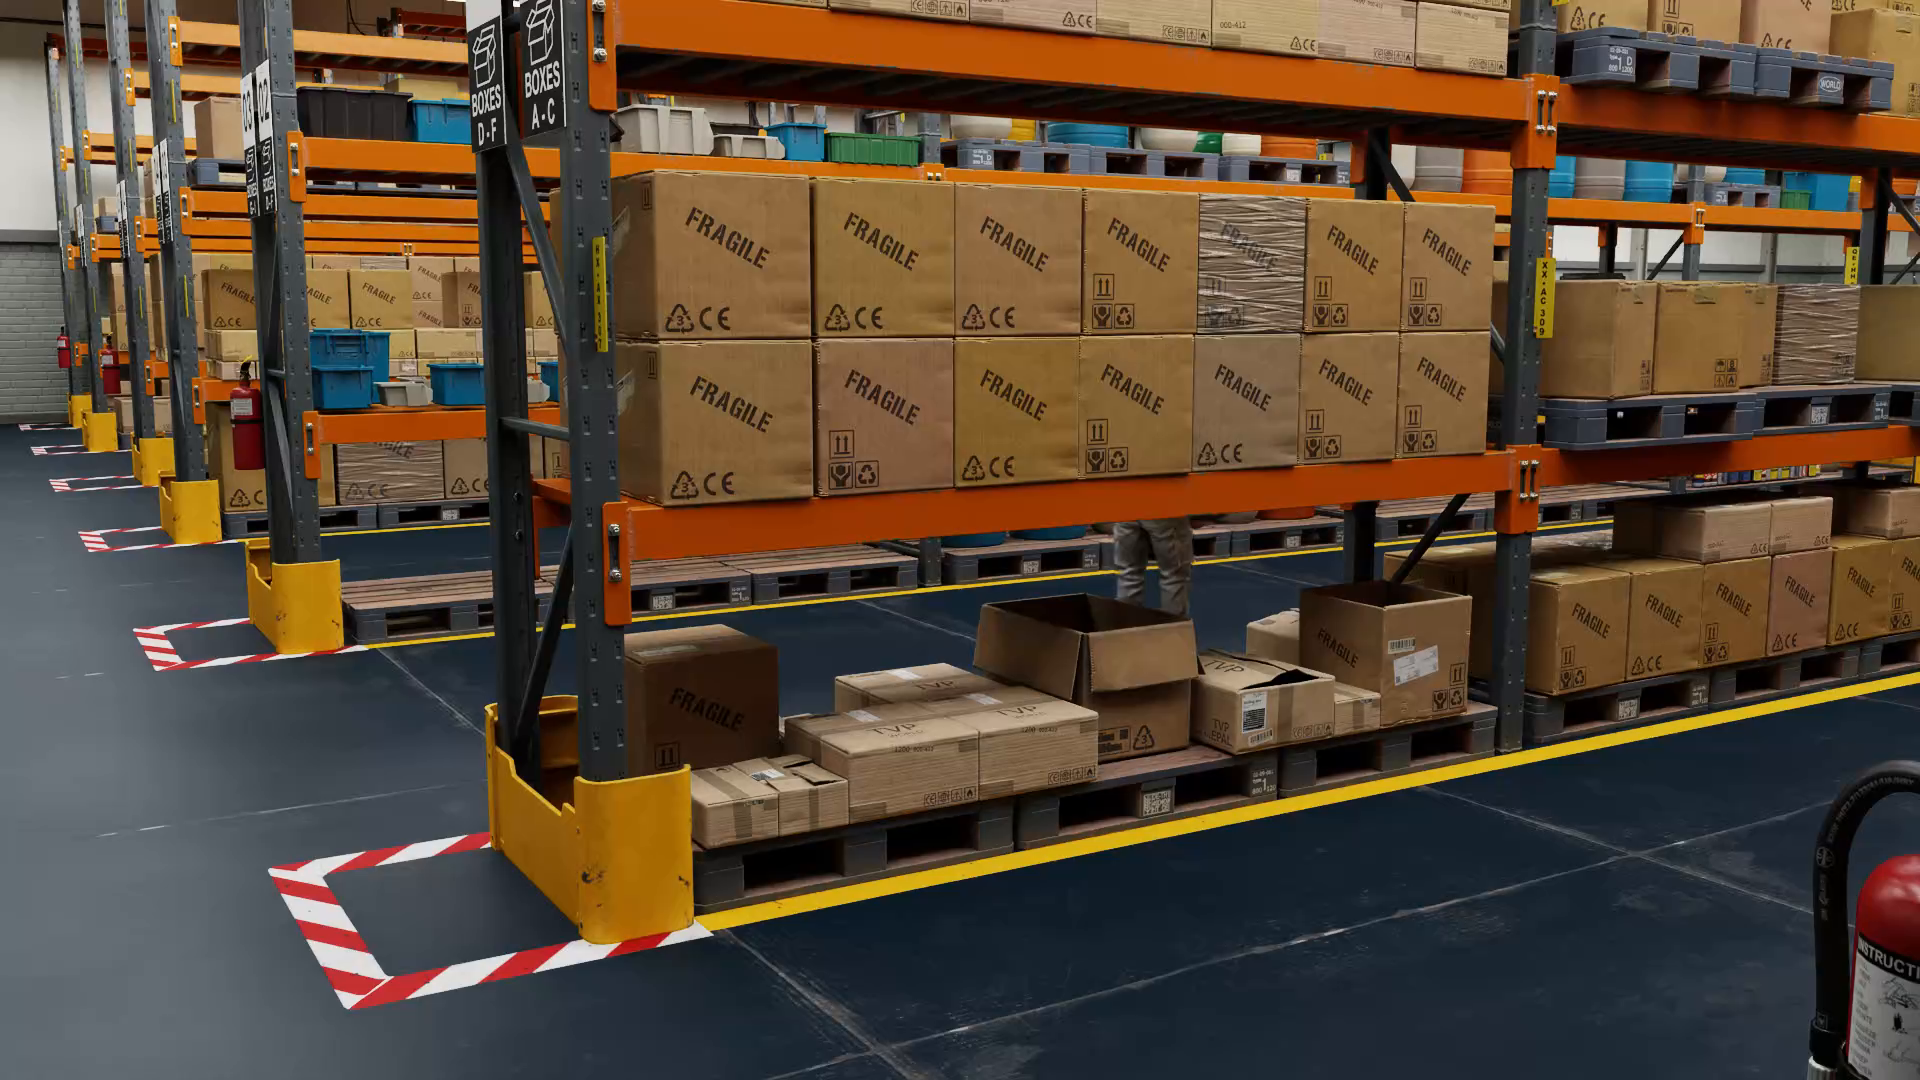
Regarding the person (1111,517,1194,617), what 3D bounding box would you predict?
[{"bbox_3d":[1.003,-0.185,8.541,0.566,1.789,0.539,5,9,32],"label":"person"}]
